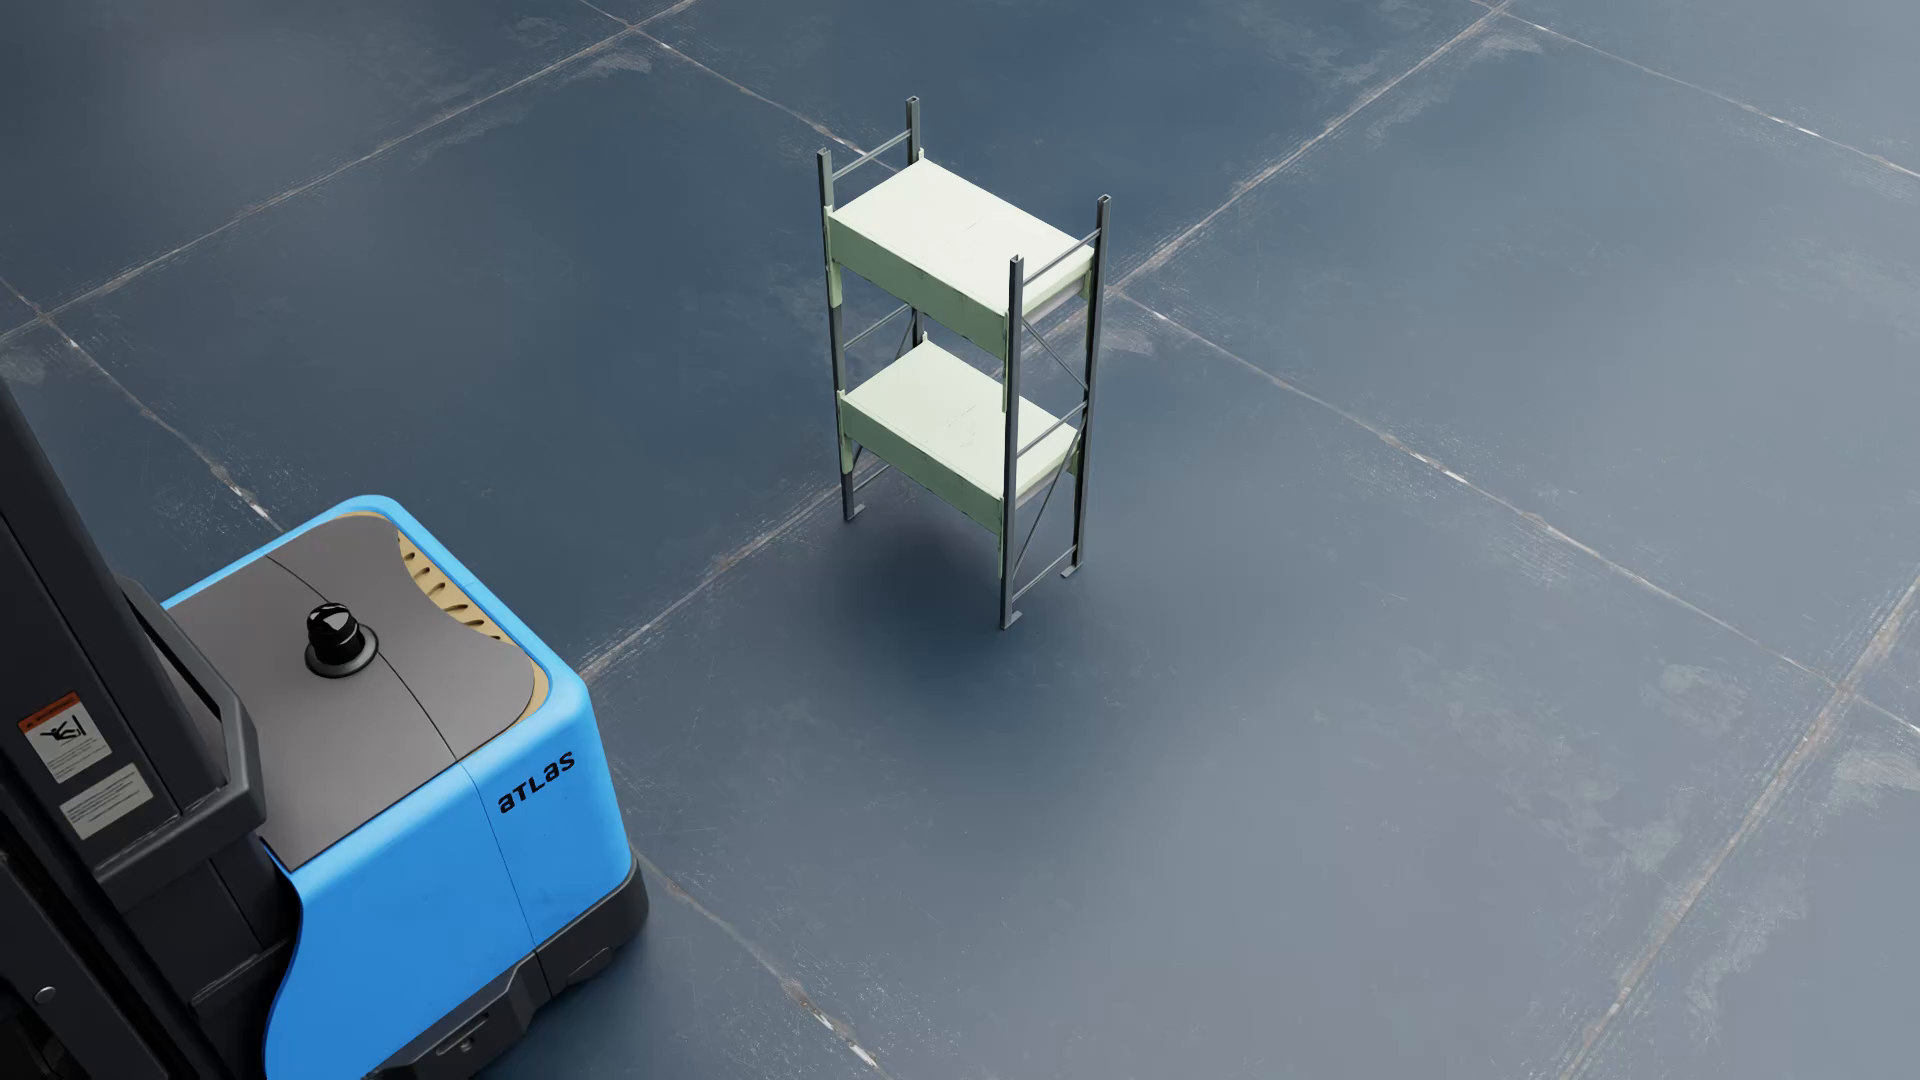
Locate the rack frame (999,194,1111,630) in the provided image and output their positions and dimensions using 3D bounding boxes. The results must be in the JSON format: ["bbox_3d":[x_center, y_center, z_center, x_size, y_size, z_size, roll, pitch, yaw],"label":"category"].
[{"bbox_3d":[0.274,-0.329,5.030,0.023,1.500,0.400,34,55,28],"label":"rack frame"}]

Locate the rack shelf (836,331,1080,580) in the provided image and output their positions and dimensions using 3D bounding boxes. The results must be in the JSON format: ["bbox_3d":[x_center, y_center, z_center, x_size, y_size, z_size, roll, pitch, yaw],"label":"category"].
[{"bbox_3d":[0.005,-0.287,5.438,0.720,0.370,0.431,34,55,28],"label":"rack shelf"}]

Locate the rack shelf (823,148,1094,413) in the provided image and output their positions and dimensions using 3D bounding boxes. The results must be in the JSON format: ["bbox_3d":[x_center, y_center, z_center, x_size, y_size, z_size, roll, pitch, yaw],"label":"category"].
[{"bbox_3d":[0.005,-0.777,4.916,0.720,0.370,0.431,34,55,28],"label":"rack shelf"}]

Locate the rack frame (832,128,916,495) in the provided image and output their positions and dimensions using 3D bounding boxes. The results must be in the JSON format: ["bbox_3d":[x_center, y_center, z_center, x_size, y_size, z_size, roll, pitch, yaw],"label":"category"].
[{"bbox_3d":[-0.263,-0.692,5.371,0.010,1.308,0.380,34,55,28],"label":"rack frame"}]

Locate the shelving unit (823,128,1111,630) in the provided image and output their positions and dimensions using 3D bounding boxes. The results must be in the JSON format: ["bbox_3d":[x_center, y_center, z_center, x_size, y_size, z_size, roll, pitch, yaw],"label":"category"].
[{"bbox_3d":[0.007,-0.508,5.199,0.748,1.500,0.431,34,55,28],"label":"shelving unit"}]
